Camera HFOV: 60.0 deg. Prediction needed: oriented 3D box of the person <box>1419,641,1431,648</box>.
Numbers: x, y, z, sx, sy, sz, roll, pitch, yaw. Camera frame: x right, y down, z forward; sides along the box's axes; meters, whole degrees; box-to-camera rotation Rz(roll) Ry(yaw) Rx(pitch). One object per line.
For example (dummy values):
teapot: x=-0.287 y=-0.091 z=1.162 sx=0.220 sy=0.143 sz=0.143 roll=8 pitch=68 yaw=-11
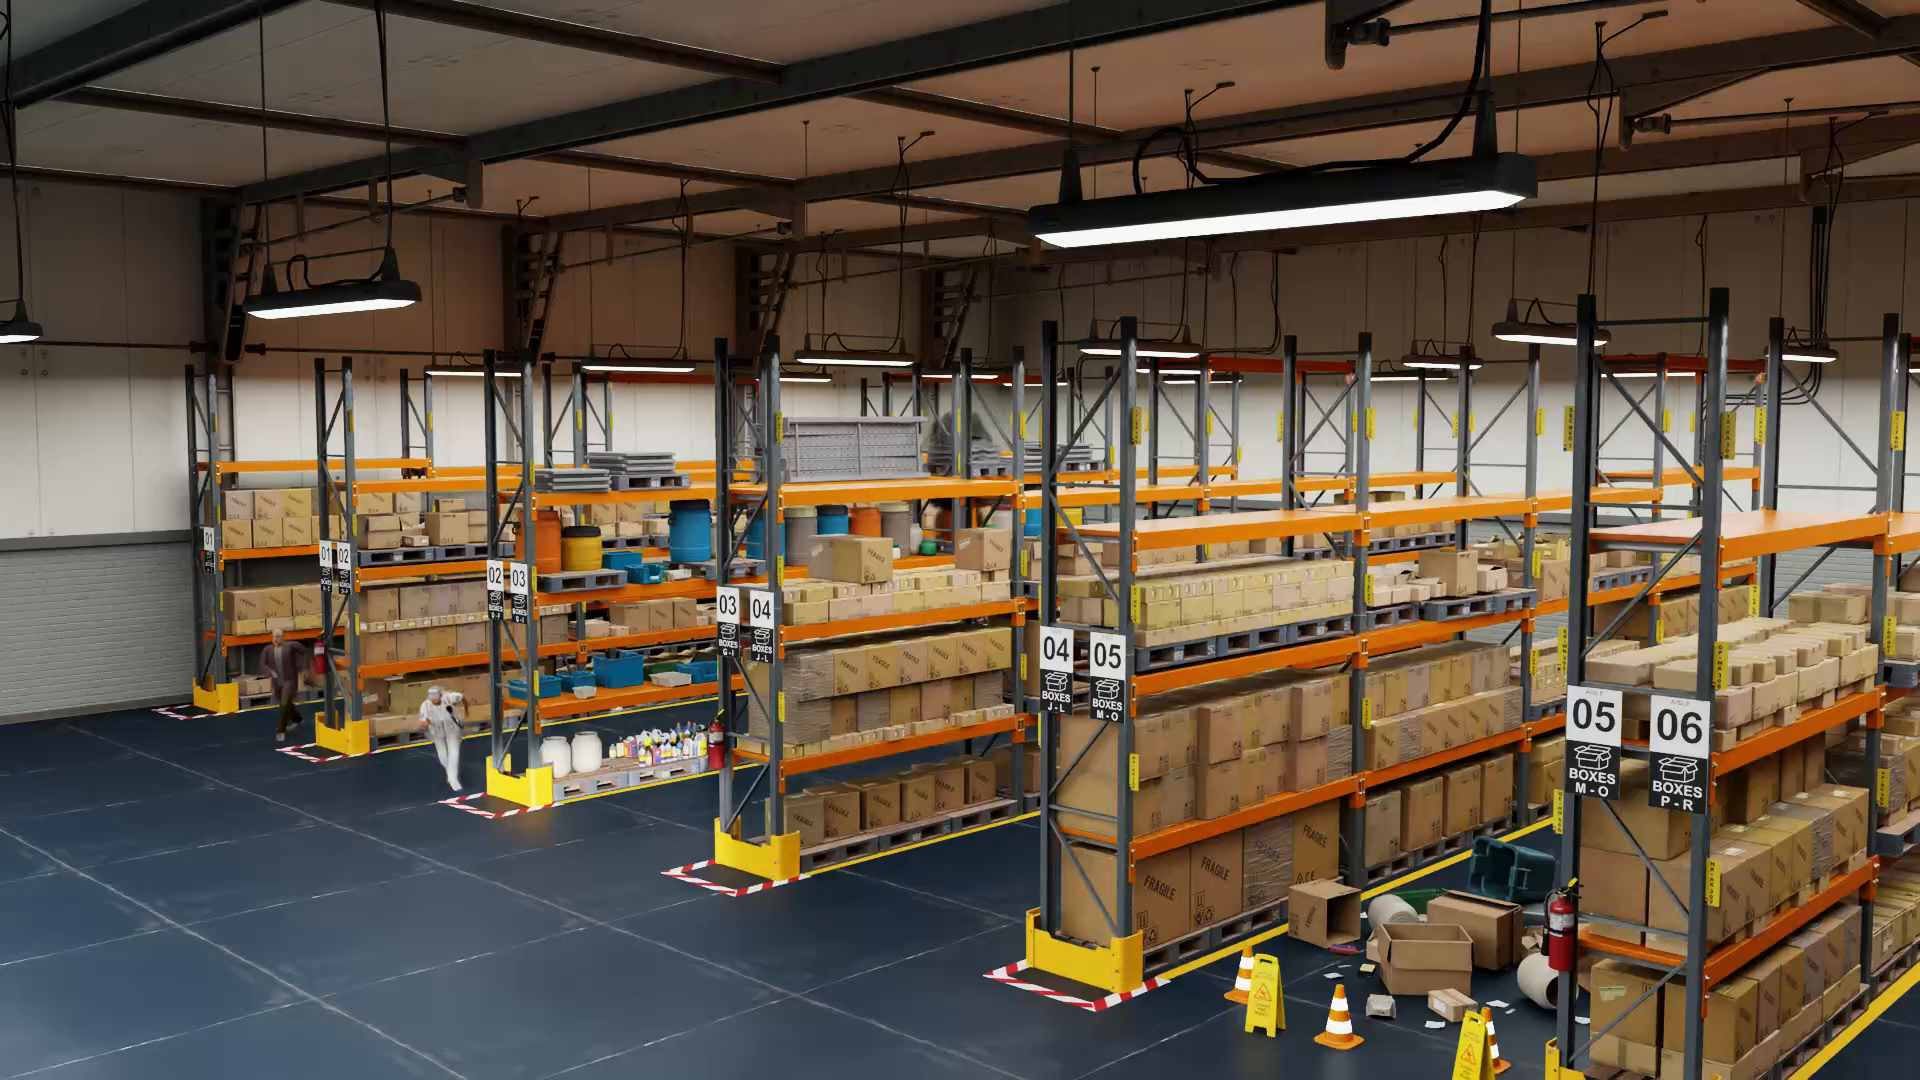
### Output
person: x=7.209 y=2.389 z=25.757 sx=0.465 sy=1.670 sz=0.791 roll=3 pitch=5 yaw=35

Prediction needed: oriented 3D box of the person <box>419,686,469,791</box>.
person: x=-7.089 y=2.693 z=22.878 sx=0.590 sy=1.497 sz=1.048 roll=0 pitch=4 yaw=-6

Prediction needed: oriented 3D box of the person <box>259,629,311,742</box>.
person: x=-10.691 y=2.371 z=26.453 sx=0.695 sy=1.605 sz=0.822 roll=1 pitch=4 yaw=9
